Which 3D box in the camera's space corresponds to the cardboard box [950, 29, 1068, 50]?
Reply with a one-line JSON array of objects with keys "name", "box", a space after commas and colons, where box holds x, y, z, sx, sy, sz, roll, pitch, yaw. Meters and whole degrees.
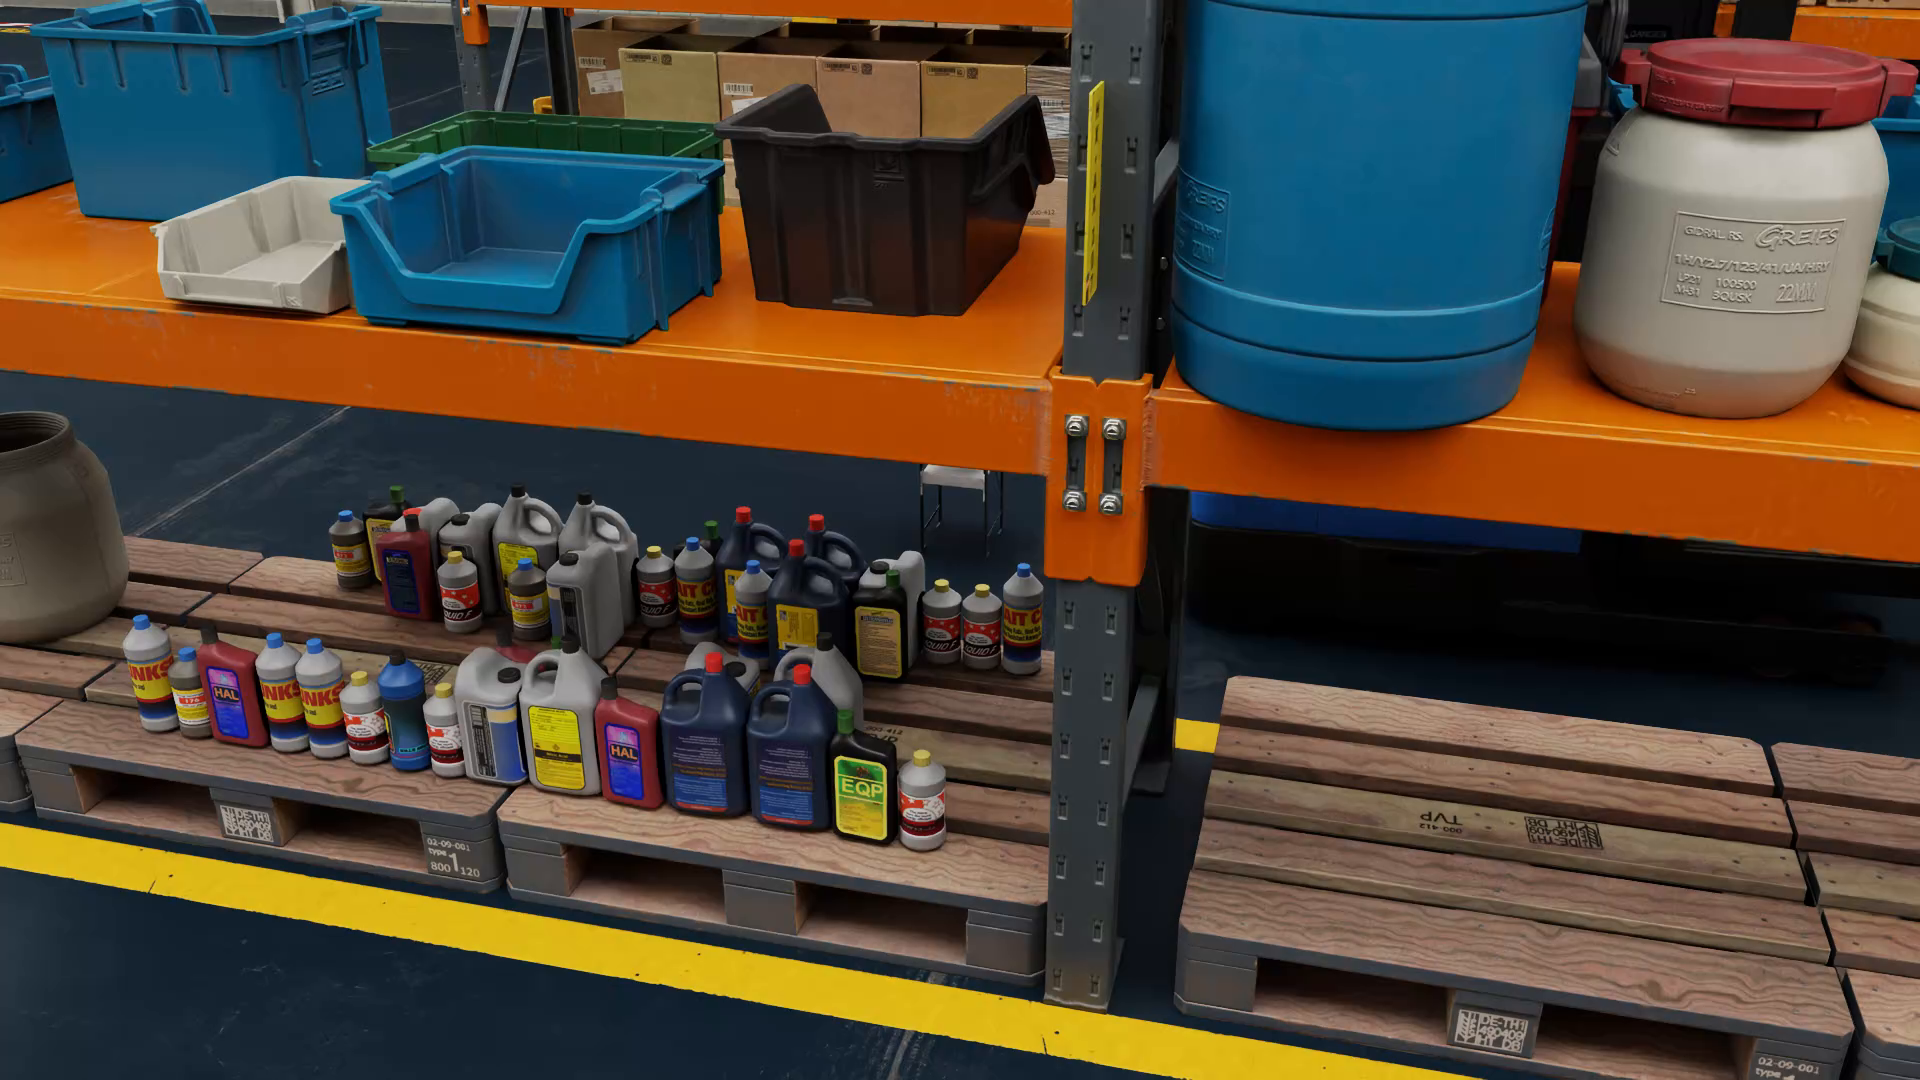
[{"name": "cardboard box", "box": [0.250, -2.267, 8.361, 0.500, 0.500, 0.500, 6, 26, 13]}]

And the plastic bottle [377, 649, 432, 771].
[{"name": "plastic bottle", "box": [-1.219, 0.366, 3.654, 0.097, 0.271, 0.097, 0, 25, 0]}]

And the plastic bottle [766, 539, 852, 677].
[{"name": "plastic bottle", "box": [-0.362, 0.166, 3.981, 0.185, 0.351, 0.144, 6, 26, 13]}]

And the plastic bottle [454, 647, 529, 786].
[{"name": "plastic bottle", "box": [-0.999, 0.376, 3.627, 0.135, 0.276, 0.152, 7, 26, 14]}]

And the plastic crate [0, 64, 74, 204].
[{"name": "plastic crate", "box": [-2.335, -0.992, 4.017, 0.408, 0.251, 0.499, 6, 26, 13]}]

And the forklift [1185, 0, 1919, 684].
[{"name": "forklift", "box": [2.193, -1.187, 4.333, 3.031, 2.935, 1.130, 4, 26, 9]}]

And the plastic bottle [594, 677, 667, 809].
[{"name": "plastic bottle", "box": [-0.698, 0.426, 3.513, 0.133, 0.283, 0.061, 8, 27, 16]}]

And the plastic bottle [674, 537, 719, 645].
[{"name": "plastic bottle", "box": [-0.661, 0.122, 4.167, 0.097, 0.271, 0.097, 0, 25, 0]}]

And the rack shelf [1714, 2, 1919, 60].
[{"name": "rack shelf", "box": [3.526, -2.155, 7.123, 4.000, 0.370, 1.077, 6, 26, 13]}]

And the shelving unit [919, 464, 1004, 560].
[{"name": "shelving unit", "box": [0.008, -0.405, 5.055, 0.210, 0.900, 0.258, 6, 26, 13]}]

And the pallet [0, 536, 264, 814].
[{"name": "pallet", "box": [-2.651, 0.277, 4.423, 1.213, 0.211, 1.003, 6, 26, 13]}]

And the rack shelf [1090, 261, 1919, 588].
[{"name": "rack shelf", "box": [2.289, -0.093, 2.792, 4.000, 0.370, 1.077, 6, 26, 13]}]

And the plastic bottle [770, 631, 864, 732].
[{"name": "plastic bottle", "box": [-0.308, 0.357, 3.581, 0.185, 0.351, 0.144, 6, 26, 13]}]

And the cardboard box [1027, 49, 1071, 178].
[{"name": "cardboard box", "box": [0.604, -1.997, 7.794, 0.500, 0.500, 0.500, 6, 26, 13]}]

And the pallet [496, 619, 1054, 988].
[{"name": "pallet", "box": [-0.288, 0.538, 3.874, 1.213, 0.211, 1.003, 6, 26, 13]}]

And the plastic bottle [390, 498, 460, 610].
[{"name": "plastic bottle", "box": [-1.397, 0.024, 4.368, 0.135, 0.276, 0.152, 7, 26, 13]}]

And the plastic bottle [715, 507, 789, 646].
[{"name": "plastic bottle", "box": [-0.509, 0.086, 4.149, 0.185, 0.351, 0.144, 5, 26, 11]}]

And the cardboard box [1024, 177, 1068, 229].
[{"name": "cardboard box", "box": [0.604, -1.658, 7.953, 0.500, 0.250, 0.500, 6, 26, 13]}]

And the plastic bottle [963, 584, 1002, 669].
[{"name": "plastic bottle", "box": [0.054, 0.206, 4.072, 0.097, 0.201, 0.097, 0, 25, 0]}]

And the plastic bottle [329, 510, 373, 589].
[{"name": "plastic bottle", "box": [-1.634, 0.019, 4.464, 0.097, 0.201, 0.097, 0, 25, 0]}]

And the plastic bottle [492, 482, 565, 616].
[{"name": "plastic bottle", "box": [-1.101, 0.021, 4.287, 0.185, 0.351, 0.144, 7, 26, 15]}]

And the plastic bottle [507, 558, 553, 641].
[{"name": "plastic bottle", "box": [-1.089, 0.143, 4.203, 0.097, 0.201, 0.097, 0, 25, 0]}]

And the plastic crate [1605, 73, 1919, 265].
[{"name": "plastic crate", "box": [1.498, -0.636, 3.115, 0.575, 0.384, 0.392, 6, 26, 13]}]

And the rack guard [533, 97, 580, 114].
[{"name": "rack guard", "box": [-2.308, -1.996, 8.860, 0.348, 0.500, 1.175, 6, 26, 13]}]

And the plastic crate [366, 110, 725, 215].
[{"name": "plastic crate", "box": [-0.892, -0.799, 3.685, 0.662, 0.188, 0.450, 6, 26, 13]}]

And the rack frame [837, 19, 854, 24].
[{"name": "rack frame", "box": [-1.055, -5.184, 12.650, 0.127, 3.000, 1.000, 6, 26, 13]}]

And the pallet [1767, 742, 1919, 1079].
[{"name": "pallet", "box": [2.308, 0.825, 3.272, 1.213, 0.211, 1.003, 6, 26, 13]}]

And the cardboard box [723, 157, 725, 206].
[{"name": "cardboard box", "box": [-1.336, -1.868, 8.394, 0.500, 0.250, 0.500, 6, 26, 13]}]

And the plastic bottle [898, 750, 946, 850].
[{"name": "plastic bottle", "box": [-0.077, 0.524, 3.404, 0.097, 0.201, 0.097, 0, 25, 0]}]

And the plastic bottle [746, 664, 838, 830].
[{"name": "plastic bottle", "box": [-0.343, 0.417, 3.455, 0.185, 0.351, 0.144, 6, 26, 12]}]

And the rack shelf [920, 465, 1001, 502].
[{"name": "rack shelf", "box": [0.008, -0.213, 5.146, 0.200, 0.077, 0.258, 6, 26, 13]}]

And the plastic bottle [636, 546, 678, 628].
[{"name": "plastic bottle", "box": [-0.778, 0.114, 4.265, 0.097, 0.201, 0.097, 0, 25, 0]}]

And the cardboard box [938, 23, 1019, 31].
[{"name": "cardboard box", "box": [0.145, -3.997, 12.771, 0.500, 0.311, 0.500, 9, 27, 17]}]

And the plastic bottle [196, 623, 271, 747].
[{"name": "plastic bottle", "box": [-1.629, 0.323, 3.729, 0.133, 0.283, 0.061, 7, 26, 14]}]

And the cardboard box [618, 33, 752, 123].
[{"name": "cardboard box", "box": [-1.336, -2.206, 8.231, 0.500, 0.500, 0.500, 6, 26, 13]}]

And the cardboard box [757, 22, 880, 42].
[{"name": "cardboard box", "box": [-0.719, -2.374, 8.585, 0.500, 0.500, 0.500, 6, 26, 13]}]

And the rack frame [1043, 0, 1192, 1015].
[{"name": "rack frame", "box": [0.352, -0.632, 3.088, 0.127, 3.000, 1.000, 6, 26, 13]}]

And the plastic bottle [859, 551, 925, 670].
[{"name": "plastic bottle", "box": [-0.167, 0.160, 4.082, 0.135, 0.276, 0.152, 7, 26, 15]}]

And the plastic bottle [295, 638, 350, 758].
[{"name": "plastic bottle", "box": [-1.415, 0.344, 3.699, 0.097, 0.271, 0.097, 0, 25, 0]}]

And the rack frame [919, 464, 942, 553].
[{"name": "rack frame", "box": [-0.091, -0.416, 5.078, 0.006, 0.900, 0.240, 6, 26, 13]}]

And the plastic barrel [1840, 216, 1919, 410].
[{"name": "plastic barrel", "box": [1.596, -0.364, 2.685, 0.301, 0.262, 0.301, 0, 25, 0]}]

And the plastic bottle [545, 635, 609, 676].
[{"name": "plastic bottle", "box": [-0.841, 0.347, 3.681, 0.133, 0.283, 0.061, 6, 26, 13]}]

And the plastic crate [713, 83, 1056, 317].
[{"name": "plastic crate", "box": [-0.123, -0.713, 3.330, 0.504, 0.338, 0.767, 6, 26, 13]}]

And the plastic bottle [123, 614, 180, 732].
[{"name": "plastic bottle", "box": [-1.844, 0.297, 3.799, 0.097, 0.271, 0.097, 0, 25, 0]}]

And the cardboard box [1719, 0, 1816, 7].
[{"name": "cardboard box", "box": [3.324, -2.540, 6.979, 0.500, 0.500, 0.500, 6, 26, 13]}]

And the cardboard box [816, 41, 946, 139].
[{"name": "cardboard box", "box": [-0.369, -2.097, 8.002, 0.500, 0.500, 0.500, 6, 26, 13]}]

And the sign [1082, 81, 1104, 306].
[{"name": "sign", "box": [0.204, -0.529, 2.549, 0.005, 0.325, 0.100, 6, 26, 13]}]

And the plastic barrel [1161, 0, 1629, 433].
[{"name": "plastic barrel", "box": [0.651, -0.691, 2.628, 0.708, 0.901, 0.600, 6, 26, 13]}]
